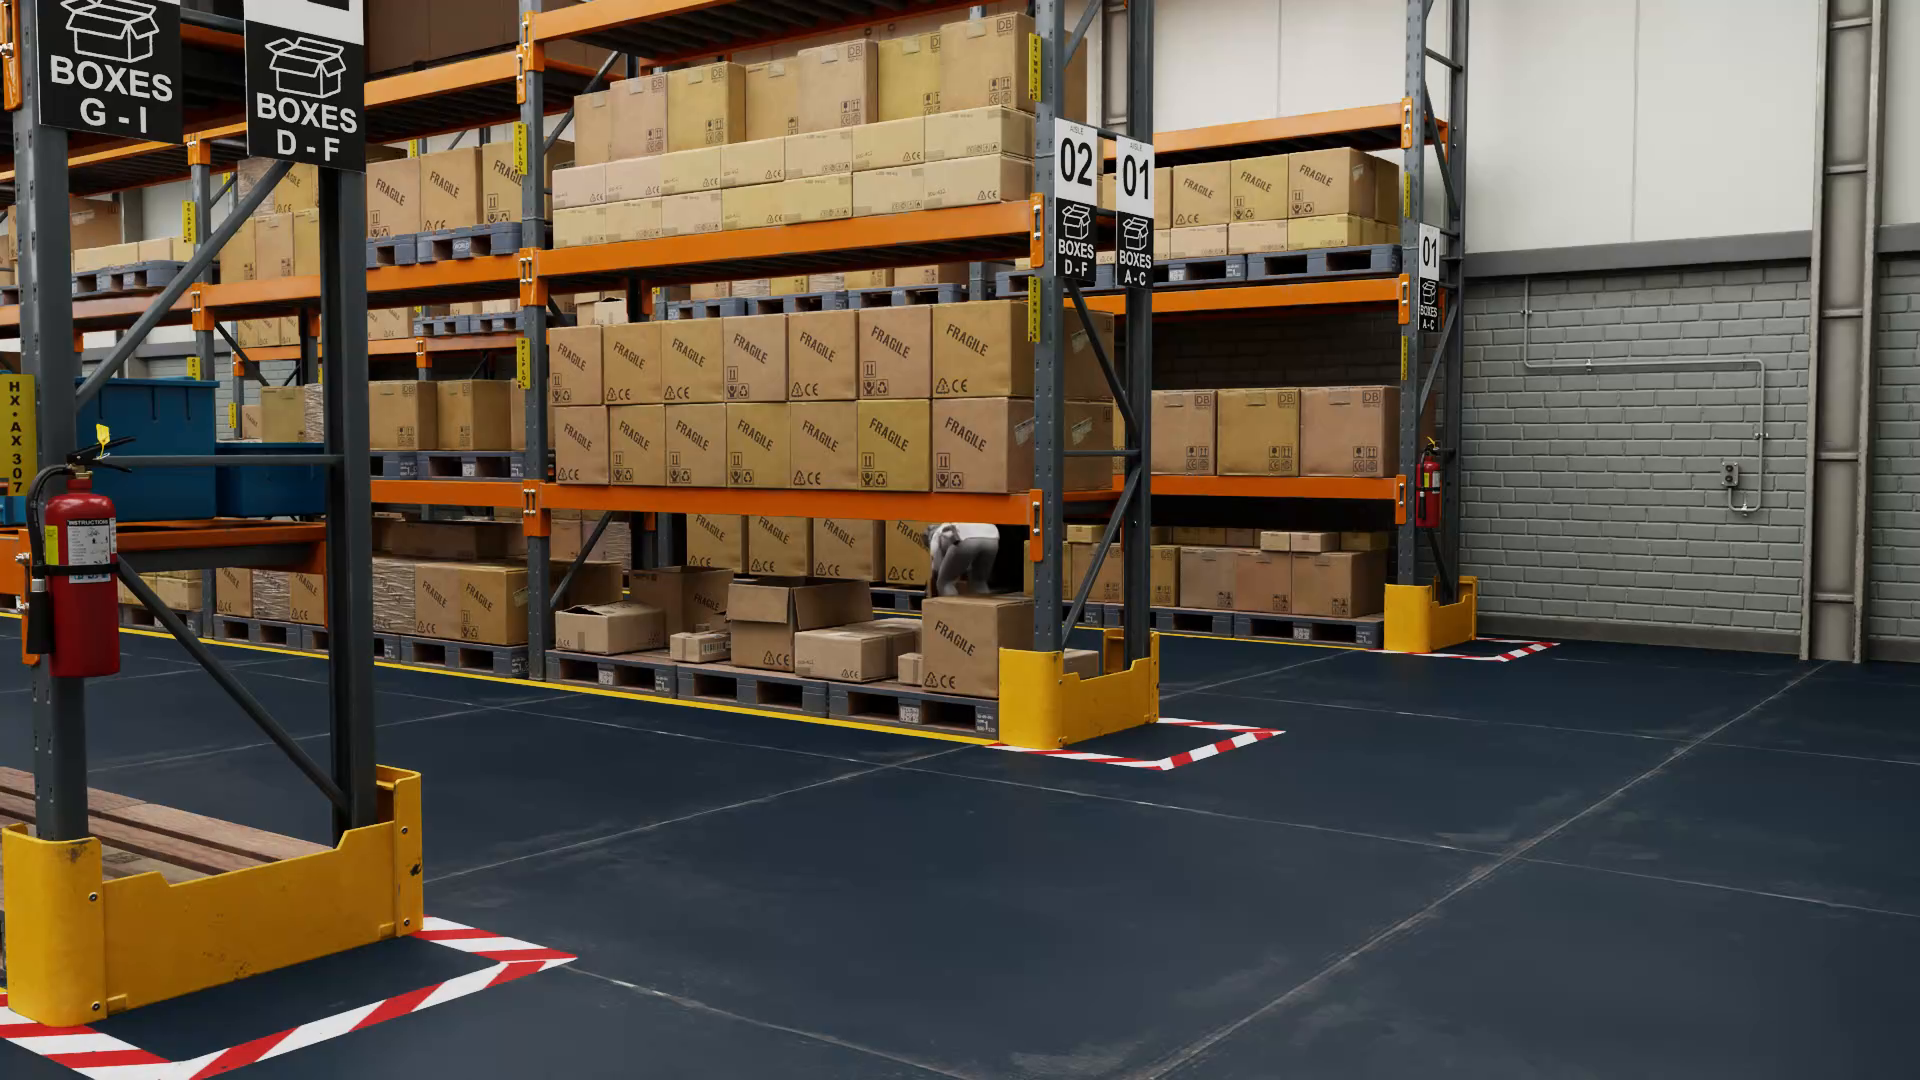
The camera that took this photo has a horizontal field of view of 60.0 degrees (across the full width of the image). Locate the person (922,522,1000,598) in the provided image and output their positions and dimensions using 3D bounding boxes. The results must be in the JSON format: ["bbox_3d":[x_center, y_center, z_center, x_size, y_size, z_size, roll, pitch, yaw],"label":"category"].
[{"bbox_3d":[-0.027,0.281,13.687,0.461,0.987,0.926,-2,4,-31],"label":"person"}]
